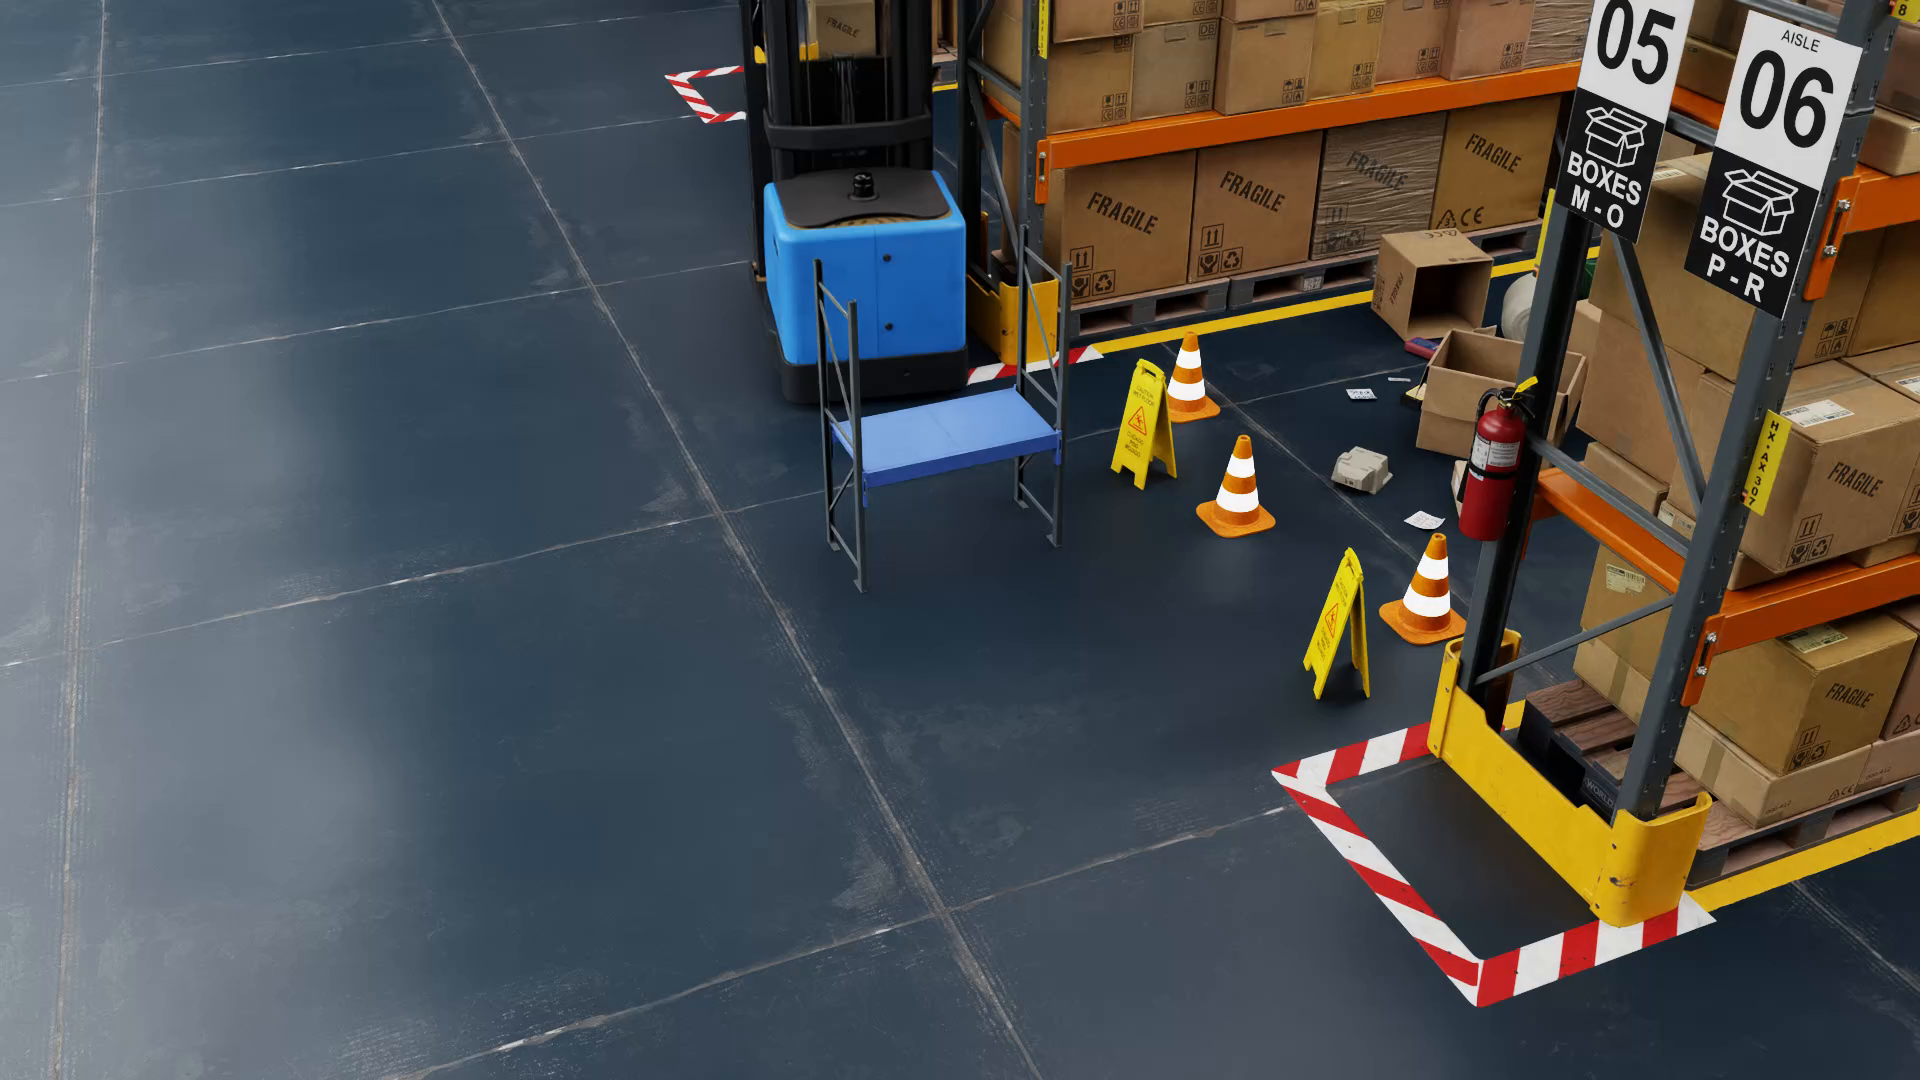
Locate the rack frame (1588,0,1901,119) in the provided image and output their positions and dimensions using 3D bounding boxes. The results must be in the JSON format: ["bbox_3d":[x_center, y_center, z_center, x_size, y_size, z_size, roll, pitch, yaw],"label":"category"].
[{"bbox_3d":[2.242,-2.659,4.086,0.127,3.000,1.000,-13,35,-19],"label":"rack frame"}]

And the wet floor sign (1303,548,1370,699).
[{"bbox_3d":[1.652,0.344,7.129,0.232,0.644,0.267,-2,33,-2],"label":"wet floor sign"}]

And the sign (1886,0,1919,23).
[{"bbox_3d":[2.452,-1.496,4.246,0.005,0.325,0.100,-13,35,-19],"label":"sign"}]

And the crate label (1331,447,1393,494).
[{"bbox_3d":[2.096,-0.368,8.690,0.250,0.136,0.298,23,39,30],"label":"crate label"}]

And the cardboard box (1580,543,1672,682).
[{"bbox_3d":[2.879,0.217,6.614,0.500,0.500,0.500,-13,35,-19],"label":"cardboard box"}]

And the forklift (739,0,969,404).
[{"bbox_3d":[-0.752,-2.783,9.839,1.130,2.935,3.031,-6,34,-10],"label":"forklift"}]

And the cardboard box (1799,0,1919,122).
[{"bbox_3d":[2.808,-1.436,4.821,0.500,0.250,0.500,-14,35,-20],"label":"cardboard box"}]

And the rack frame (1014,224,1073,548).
[{"bbox_3d":[0.390,-0.718,7.978,0.032,1.500,0.500,-13,35,-19],"label":"rack frame"}]

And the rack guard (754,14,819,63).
[{"bbox_3d":[-1.525,-4.096,14.087,0.348,0.500,1.175,-13,35,-19],"label":"rack guard"}]

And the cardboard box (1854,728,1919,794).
[{"bbox_3d":[3.566,0.697,6.565,0.500,0.250,0.500,-12,35,-17],"label":"cardboard box"}]

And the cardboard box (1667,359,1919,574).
[{"bbox_3d":[2.786,-0.272,5.553,0.500,0.500,0.500,-13,35,-20],"label":"cardboard box"}]

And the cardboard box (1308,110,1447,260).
[{"bbox_3d":[2.484,-2.453,10.832,0.875,0.875,0.875,-13,35,-19],"label":"cardboard box"}]

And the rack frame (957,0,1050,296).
[{"bbox_3d":[0.232,-2.613,9.515,0.127,3.000,1.000,-13,35,-19],"label":"rack frame"}]

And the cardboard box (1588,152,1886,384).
[{"bbox_3d":[2.628,-0.948,5.675,0.500,0.500,0.700,-14,35,-20],"label":"cardboard box"}]

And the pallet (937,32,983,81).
[{"bbox_3d":[0.361,-4.384,14.795,1.213,0.211,1.003,-13,35,-19],"label":"pallet"}]

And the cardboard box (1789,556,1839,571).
[{"bbox_3d":[2.862,-0.068,5.834,0.250,0.149,0.380,-12,35,-18],"label":"cardboard box"}]

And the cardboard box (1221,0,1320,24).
[{"bbox_3d":[1.630,-3.399,9.596,0.550,0.550,0.875,-13,35,-19],"label":"cardboard box"}]

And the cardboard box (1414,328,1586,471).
[{"bbox_3d":[2.881,-0.742,8.929,0.797,0.503,0.637,16,36,23],"label":"cardboard box"}]

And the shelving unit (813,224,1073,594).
[{"bbox_3d":[-0.079,-0.611,7.813,1.048,1.500,0.538,-13,35,-19],"label":"shelving unit"}]

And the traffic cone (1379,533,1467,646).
[{"bbox_3d":[2.139,0.179,7.550,0.334,0.463,0.336,-13,35,-19],"label":"traffic cone"}]

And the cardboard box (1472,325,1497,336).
[{"bbox_3d":[3.048,-1.022,9.577,0.258,0.266,0.396,-7,34,-11],"label":"cardboard box"}]

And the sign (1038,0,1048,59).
[{"bbox_3d":[0.441,-2.728,8.826,0.005,0.325,0.100,-13,35,-19],"label":"sign"}]

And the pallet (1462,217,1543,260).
[{"bbox_3d":[3.189,-2.167,11.387,1.213,0.211,1.003,-13,35,-19],"label":"pallet"}]

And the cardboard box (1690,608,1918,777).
[{"bbox_3d":[3.114,0.481,6.209,0.500,0.500,0.500,-14,36,-21],"label":"cardboard box"}]

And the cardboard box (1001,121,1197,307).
[{"bbox_3d":[0.832,-2.074,10.251,0.875,0.875,0.875,-13,35,-19],"label":"cardboard box"}]

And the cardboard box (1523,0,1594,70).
[{"bbox_3d":[3.585,-3.436,10.643,0.550,0.550,0.875,-13,35,-19],"label":"cardboard box"}]

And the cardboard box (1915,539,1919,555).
[{"bbox_3d":[3.390,-0.113,5.904,0.250,0.149,0.380,-12,35,-18],"label":"cardboard box"}]

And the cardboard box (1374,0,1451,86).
[{"bbox_3d":[2.543,-3.254,10.363,0.550,0.550,0.875,-13,35,-19],"label":"cardboard box"}]

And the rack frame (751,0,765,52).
[{"bbox_3d":[-1.595,-5.128,13.381,0.127,3.000,1.000,-13,35,-19],"label":"rack frame"}]

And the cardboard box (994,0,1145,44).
[{"bbox_3d":[0.589,-3.187,9.270,0.550,0.550,0.875,-13,35,-19],"label":"cardboard box"}]

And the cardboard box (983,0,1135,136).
[{"bbox_3d":[0.557,-2.777,9.629,0.550,0.550,0.875,-13,35,-19],"label":"cardboard box"}]

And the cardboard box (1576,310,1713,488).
[{"bbox_3d":[2.635,-0.564,6.003,0.500,0.500,0.500,-14,35,-20],"label":"cardboard box"}]

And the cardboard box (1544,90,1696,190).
[{"bbox_3d":[4.458,-2.866,11.583,0.750,0.750,1.050,-13,35,-19],"label":"cardboard box"}]

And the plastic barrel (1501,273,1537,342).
[{"bbox_3d":[3.468,-1.366,9.962,0.421,0.421,0.512,10,34,14],"label":"plastic barrel"}]

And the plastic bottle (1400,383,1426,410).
[{"bbox_3d":[2.644,-0.832,9.473,0.283,0.061,0.133,-27,42,-35],"label":"plastic bottle"}]

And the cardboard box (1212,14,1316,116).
[{"bbox_3d":[1.620,-2.959,9.909,0.550,0.550,0.875,-13,35,-19],"label":"cardboard box"}]

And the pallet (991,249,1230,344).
[{"bbox_3d":[0.939,-1.652,10.595,1.213,0.211,1.003,-13,35,-19],"label":"pallet"}]

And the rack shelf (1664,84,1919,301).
[{"bbox_3d":[4.086,-1.523,5.749,4.000,0.370,1.077,-13,35,-19],"label":"rack shelf"}]

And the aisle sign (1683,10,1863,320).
[{"bbox_3d":[2.304,-1.065,4.753,0.004,0.787,0.394,-13,35,-19],"label":"aisle sign"}]

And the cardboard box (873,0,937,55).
[{"bbox_3d":[-0.475,-4.523,14.358,0.500,0.500,0.500,-4,33,-6],"label":"cardboard box"}]

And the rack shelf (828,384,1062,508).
[{"bbox_3d":[-0.079,-0.460,7.911,1.000,0.185,0.538,-13,35,-19],"label":"rack shelf"}]

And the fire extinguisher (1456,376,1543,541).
[{"bbox_3d":[1.958,-0.320,6.062,0.183,0.674,0.296,-13,35,-19],"label":"fire extinguisher"}]

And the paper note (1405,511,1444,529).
[{"bbox_3d":[2.343,-0.101,8.377,0.142,0.019,0.148,-27,42,-35],"label":"paper note"}]

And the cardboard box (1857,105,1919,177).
[{"bbox_3d":[2.673,-1.204,4.829,0.250,0.149,0.380,-13,35,-19],"label":"cardboard box"}]

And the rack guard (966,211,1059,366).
[{"bbox_3d":[0.210,-1.560,10.189,0.348,0.500,1.175,-13,35,-19],"label":"rack guard"}]
